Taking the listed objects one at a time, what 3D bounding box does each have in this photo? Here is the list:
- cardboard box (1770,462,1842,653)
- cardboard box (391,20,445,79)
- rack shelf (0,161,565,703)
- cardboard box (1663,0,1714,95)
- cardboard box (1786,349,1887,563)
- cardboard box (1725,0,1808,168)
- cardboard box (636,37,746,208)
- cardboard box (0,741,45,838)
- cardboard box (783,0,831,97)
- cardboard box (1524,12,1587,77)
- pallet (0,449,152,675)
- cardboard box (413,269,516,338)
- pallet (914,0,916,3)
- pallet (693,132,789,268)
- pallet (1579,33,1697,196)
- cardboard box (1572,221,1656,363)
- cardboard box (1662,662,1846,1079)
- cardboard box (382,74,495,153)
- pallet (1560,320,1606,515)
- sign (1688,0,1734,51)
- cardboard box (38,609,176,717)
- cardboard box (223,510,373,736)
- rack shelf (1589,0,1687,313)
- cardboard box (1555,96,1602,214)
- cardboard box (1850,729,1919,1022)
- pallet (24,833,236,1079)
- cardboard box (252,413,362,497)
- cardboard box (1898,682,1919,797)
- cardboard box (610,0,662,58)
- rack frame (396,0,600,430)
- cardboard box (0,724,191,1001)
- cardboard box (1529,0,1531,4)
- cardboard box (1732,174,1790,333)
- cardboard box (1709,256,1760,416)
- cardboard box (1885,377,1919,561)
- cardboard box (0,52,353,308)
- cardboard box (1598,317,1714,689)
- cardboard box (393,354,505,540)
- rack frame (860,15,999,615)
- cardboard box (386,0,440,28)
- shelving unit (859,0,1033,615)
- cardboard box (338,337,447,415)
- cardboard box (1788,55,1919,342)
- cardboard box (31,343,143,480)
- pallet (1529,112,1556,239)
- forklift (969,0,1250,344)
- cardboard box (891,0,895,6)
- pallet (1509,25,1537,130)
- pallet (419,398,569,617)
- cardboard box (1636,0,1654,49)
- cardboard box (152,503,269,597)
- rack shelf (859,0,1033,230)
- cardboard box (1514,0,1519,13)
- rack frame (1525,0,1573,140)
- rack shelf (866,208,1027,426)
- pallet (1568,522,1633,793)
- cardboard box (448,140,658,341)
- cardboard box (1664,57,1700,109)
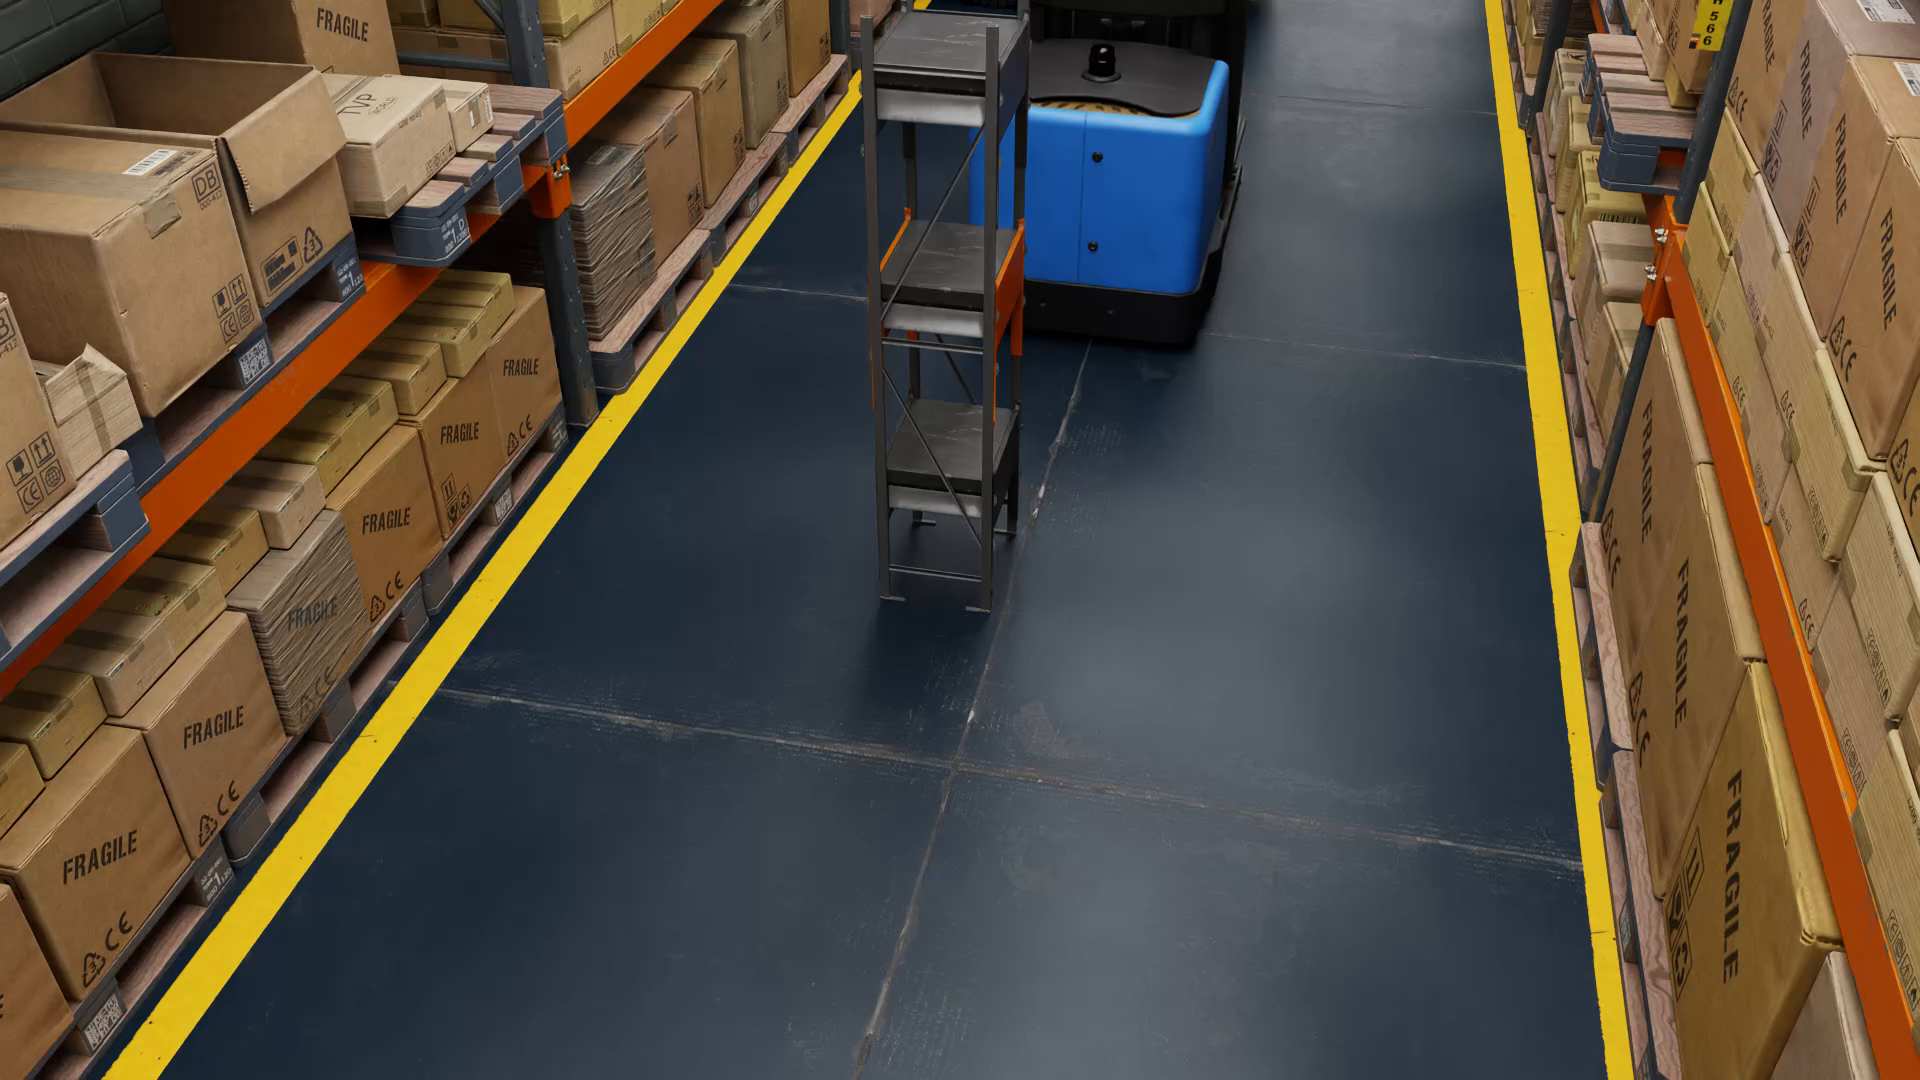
[{"bbox_3d":[2.175,0.041,3.765,0.500,0.250,0.500,7,37,10],"label":"cardboard box"},{"bbox_3d":[-2.167,-1.998,6.578,0.500,0.250,0.500,7,36,9],"label":"cardboard box"},{"bbox_3d":[-2.440,-0.331,4.764,1.077,0.370,4.000,7,37,10],"label":"rack shelf"},{"bbox_3d":[2.663,-1.775,5.447,0.500,0.500,0.500,6,36,9],"label":"cardboard box"},{"bbox_3d":[2.137,-0.161,3.619,0.500,0.250,0.500,8,37,11],"label":"cardboard box"},{"bbox_3d":[2.493,-1.342,4.608,0.500,0.500,0.500,6,36,8],"label":"cardboard box"},{"bbox_3d":[-1.591,-2.095,8.250,0.875,0.625,0.625,6,36,8],"label":"cardboard box"},{"bbox_3d":[-2.503,0.614,4.066,0.380,0.149,0.250,6,36,8],"label":"cardboard box"},{"bbox_3d":[-1.259,-2.970,9.458,0.875,0.625,0.625,9,37,12],"label":"cardboard box"},{"bbox_3d":[3.555,-2.871,9.641,0.500,0.250,0.500,9,37,12],"label":"cardboard box"},{"bbox_3d":[-2.590,0.158,3.640,1.003,0.211,1.213,7,37,10],"label":"pallet"},{"bbox_3d":[-1.871,-0.875,6.120,0.380,0.149,0.250,6,36,8],"label":"cardboard box"},{"bbox_3d":[-0.689,-4.085,11.707,1.003,0.211,1.213,7,37,10],"label":"pallet"},{"bbox_3d":[-1.536,-1.804,8.559,1.003,0.211,1.213,7,37,10],"label":"pallet"},{"bbox_3d":[2.885,-1.493,5.917,1.213,0.211,1.003,7,37,10],"label":"pallet"},{"bbox_3d":[3.117,-1.002,6.957,0.950,0.372,0.625,7,36,9],"label":"cardboard box"},{"bbox_3d":[2.222,0.950,3.835,0.875,0.875,0.875,8,37,11],"label":"cardboard box"},{"bbox_3d":[-1.778,-1.412,5.499,0.380,0.149,0.250,8,37,11],"label":"cardboard box"},{"bbox_3d":[3.006,-0.468,6.715,1.003,0.211,1.213,7,37,10],"label":"pallet"},{"bbox_3d":[2.305,-1.648,5.049,0.100,0.325,0.005,7,37,10],"label":"sign"},{"bbox_3d":[-2.368,0.317,4.476,0.380,0.149,0.250,7,37,10],"label":"cardboard box"},{"bbox_3d":[-2.212,0.229,5.151,0.500,0.500,0.500,6,36,8],"label":"cardboard box"},{"bbox_3d":[3.264,-2.004,7.072,1.077,0.370,4.000,7,37,10],"label":"rack shelf"},{"bbox_3d":[3.432,-1.834,8.106,0.950,0.372,0.625,10,37,13],"label":"cardboard box"},{"bbox_3d":[1.942,0.625,2.960,0.500,0.250,0.500,7,36,9],"label":"cardboard box"},{"bbox_3d":[-2.730,1.182,4.439,1.003,0.211,1.213,7,37,10],"label":"pallet"},{"bbox_3d":[-2.152,-0.280,5.300,0.380,0.149,0.250,7,36,9],"label":"cardboard box"},{"bbox_3d":[1.939,0.432,2.800,0.500,0.250,0.500,8,37,11],"label":"cardboard box"},{"bbox_3d":[-1.567,-2.220,6.884,0.500,0.250,0.500,7,36,9],"label":"cardboard box"},{"bbox_3d":[-2.013,-1.769,6.135,1.000,3.000,0.127,7,37,10],"label":"rack frame"},{"bbox_3d":[-2.440,0.811,4.347,0.500,0.500,0.500,7,36,9],"label":"cardboard box"},{"bbox_3d":[3.663,-3.467,9.824,0.500,0.500,0.500,8,37,11],"label":"cardboard box"},{"bbox_3d":[2.376,-0.735,4.410,0.500,0.250,0.500,8,37,11],"label":"cardboard box"},{"bbox_3d":[2.394,-0.542,4.570,0.500,0.250,0.500,6,36,9],"label":"cardboard box"},{"bbox_3d":[2.064,-0.174,2.997,0.500,0.500,0.500,8,37,11],"label":"cardboard box"},{"bbox_3d":[-2.181,-1.022,4.658,0.797,0.503,0.637,7,36,9],"label":"cardboard box"},{"bbox_3d":[2.609,-0.073,5.247,0.875,0.875,0.875,7,37,10],"label":"cardboard box"},{"bbox_3d":[-2.010,-0.372,5.979,0.500,0.500,0.500,7,36,9],"label":"cardboard box"},{"bbox_3d":[-0.087,-0.615,5.310,0.400,2.100,0.015,7,37,10],"label":"rack frame"},{"bbox_3d":[-2.188,-2.203,6.435,0.500,0.250,0.500,8,37,11],"label":"cardboard box"},{"bbox_3d":[-0.035,-0.755,5.503,0.431,2.100,0.503,7,37,10],"label":"shelving unit"},{"bbox_3d":[-1.998,-0.569,5.698,0.380,0.149,0.250,6,36,8],"label":"cardboard box"},{"bbox_3d":[2.271,-0.762,3.808,0.500,0.500,0.500,8,37,11],"label":"cardboard box"},{"bbox_3d":[-2.195,-0.340,3.919,0.396,0.266,0.258,9,37,12],"label":"cardboard box"},{"bbox_3d":[3.527,-1.866,8.645,1.003,0.211,1.213,7,37,10],"label":"pallet"},{"bbox_3d":[0.861,-2.912,7.770,1.130,2.935,3.031,8,37,11],"label":"forklift"},{"bbox_3d":[-0.638,-3.648,10.712,0.500,0.250,0.500,7,36,9],"label":"cardboard box"},{"bbox_3d":[3.800,-2.702,9.799,1.003,0.211,1.213,7,37,10],"label":"pallet"},{"bbox_3d":[-2.209,-0.216,6.369,1.003,0.211,1.213,7,37,10],"label":"pallet"},{"bbox_3d":[2.736,-1.891,6.159,0.380,0.149,0.250,6,36,8],"label":"cardboard box"},{"bbox_3d":[-2.284,0.017,4.890,0.380,0.149,0.250,7,37,10],"label":"cardboard box"},{"bbox_3d":[-0.035,-1.311,5.100,0.431,0.518,0.480,7,37,10],"label":"rack shelf"},{"bbox_3d":[3.772,-3.469,10.465,0.500,0.250,0.500,8,37,11],"label":"cardboard box"},{"bbox_3d":[3.692,-3.442,8.443,1.000,3.000,0.127,7,37,10],"label":"rack frame"},{"bbox_3d":[-0.035,-0.744,5.511,0.431,0.518,0.480,7,37,10],"label":"rack shelf"},{"bbox_3d":[2.595,0.423,5.487,1.003,0.211,1.213,7,37,10],"label":"pallet"},{"bbox_3d":[-1.866,-1.333,7.199,0.875,0.625,0.625,8,37,11],"label":"cardboard box"},{"bbox_3d":[2.664,-1.597,5.754,0.380,0.149,0.250,8,37,11],"label":"cardboard box"}]
